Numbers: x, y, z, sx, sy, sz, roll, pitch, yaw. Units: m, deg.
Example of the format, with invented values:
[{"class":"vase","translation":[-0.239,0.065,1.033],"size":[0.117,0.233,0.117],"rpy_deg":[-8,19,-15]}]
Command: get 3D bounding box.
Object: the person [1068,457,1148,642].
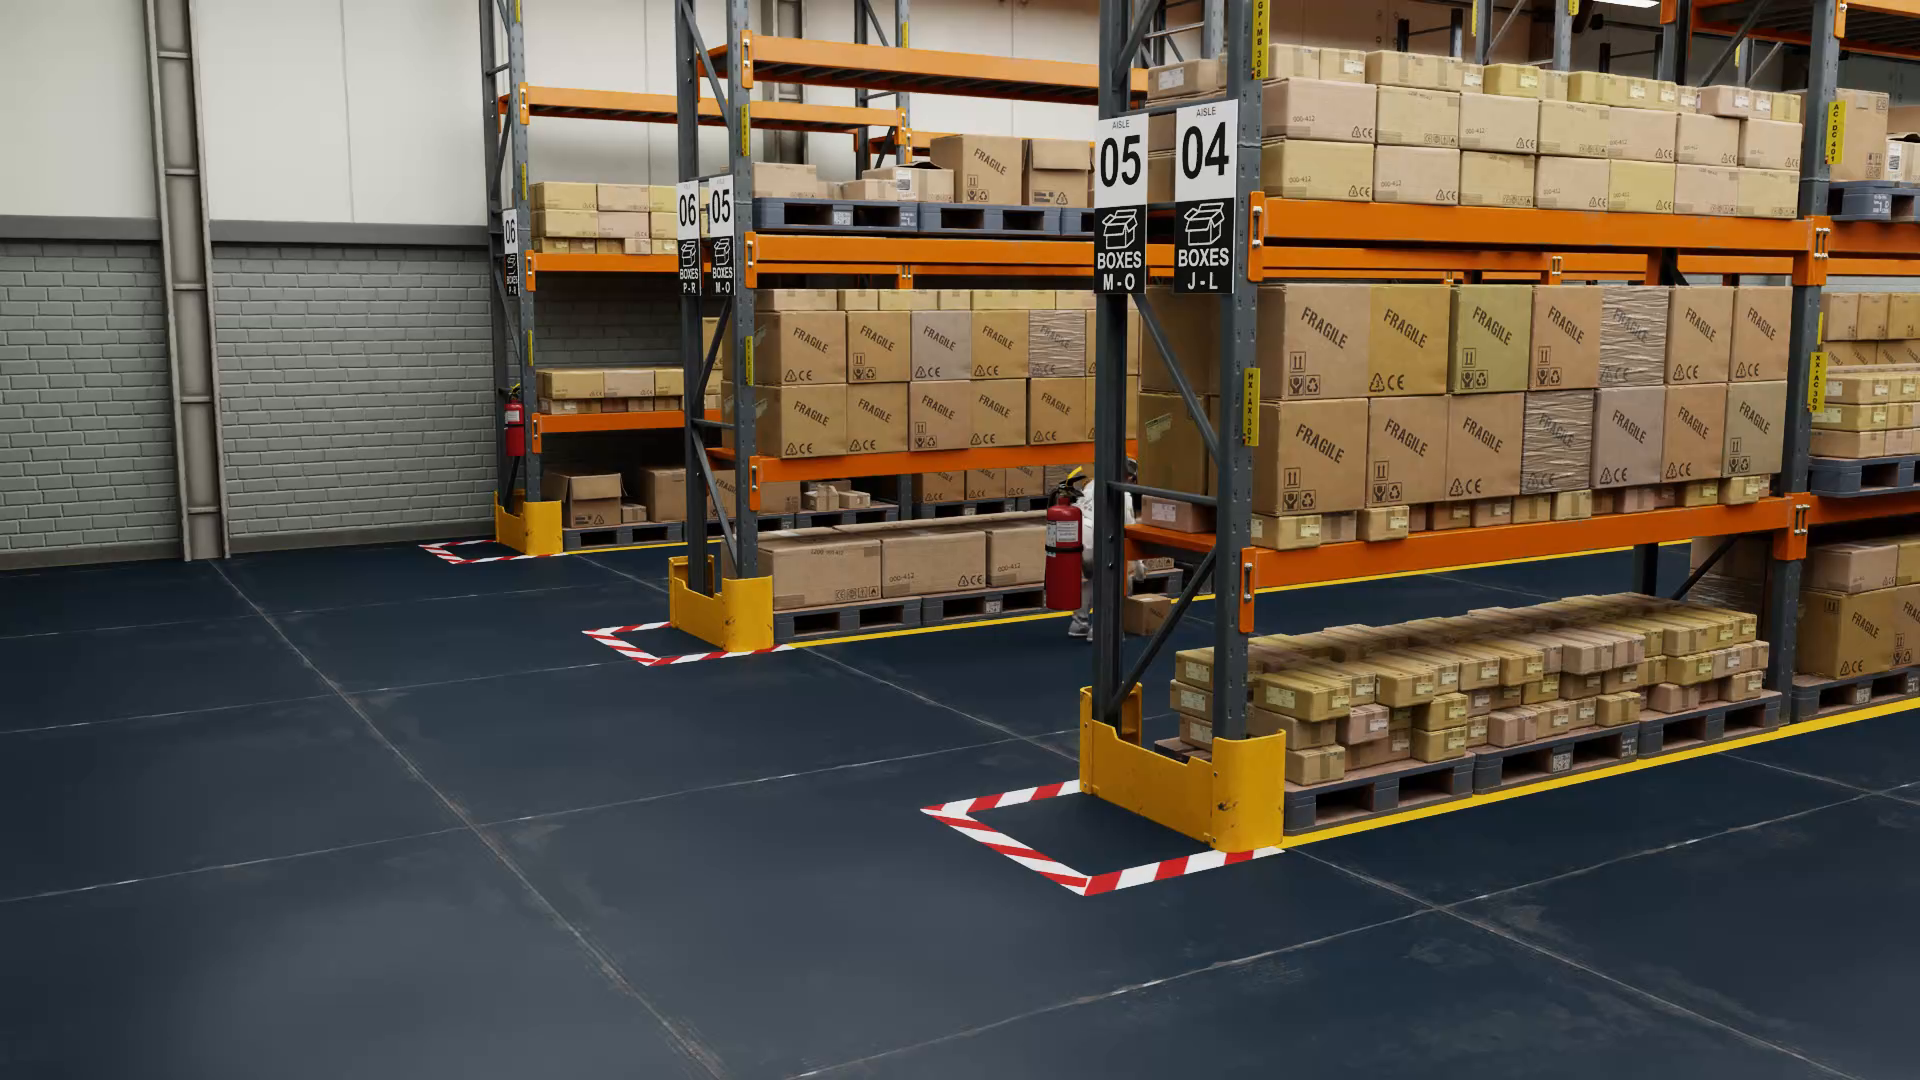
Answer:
[{"class":"person","translation":[1.000,0.056,11.763],"size":[0.752,1.292,0.533],"rpy_deg":[-5,10,-31]}]
